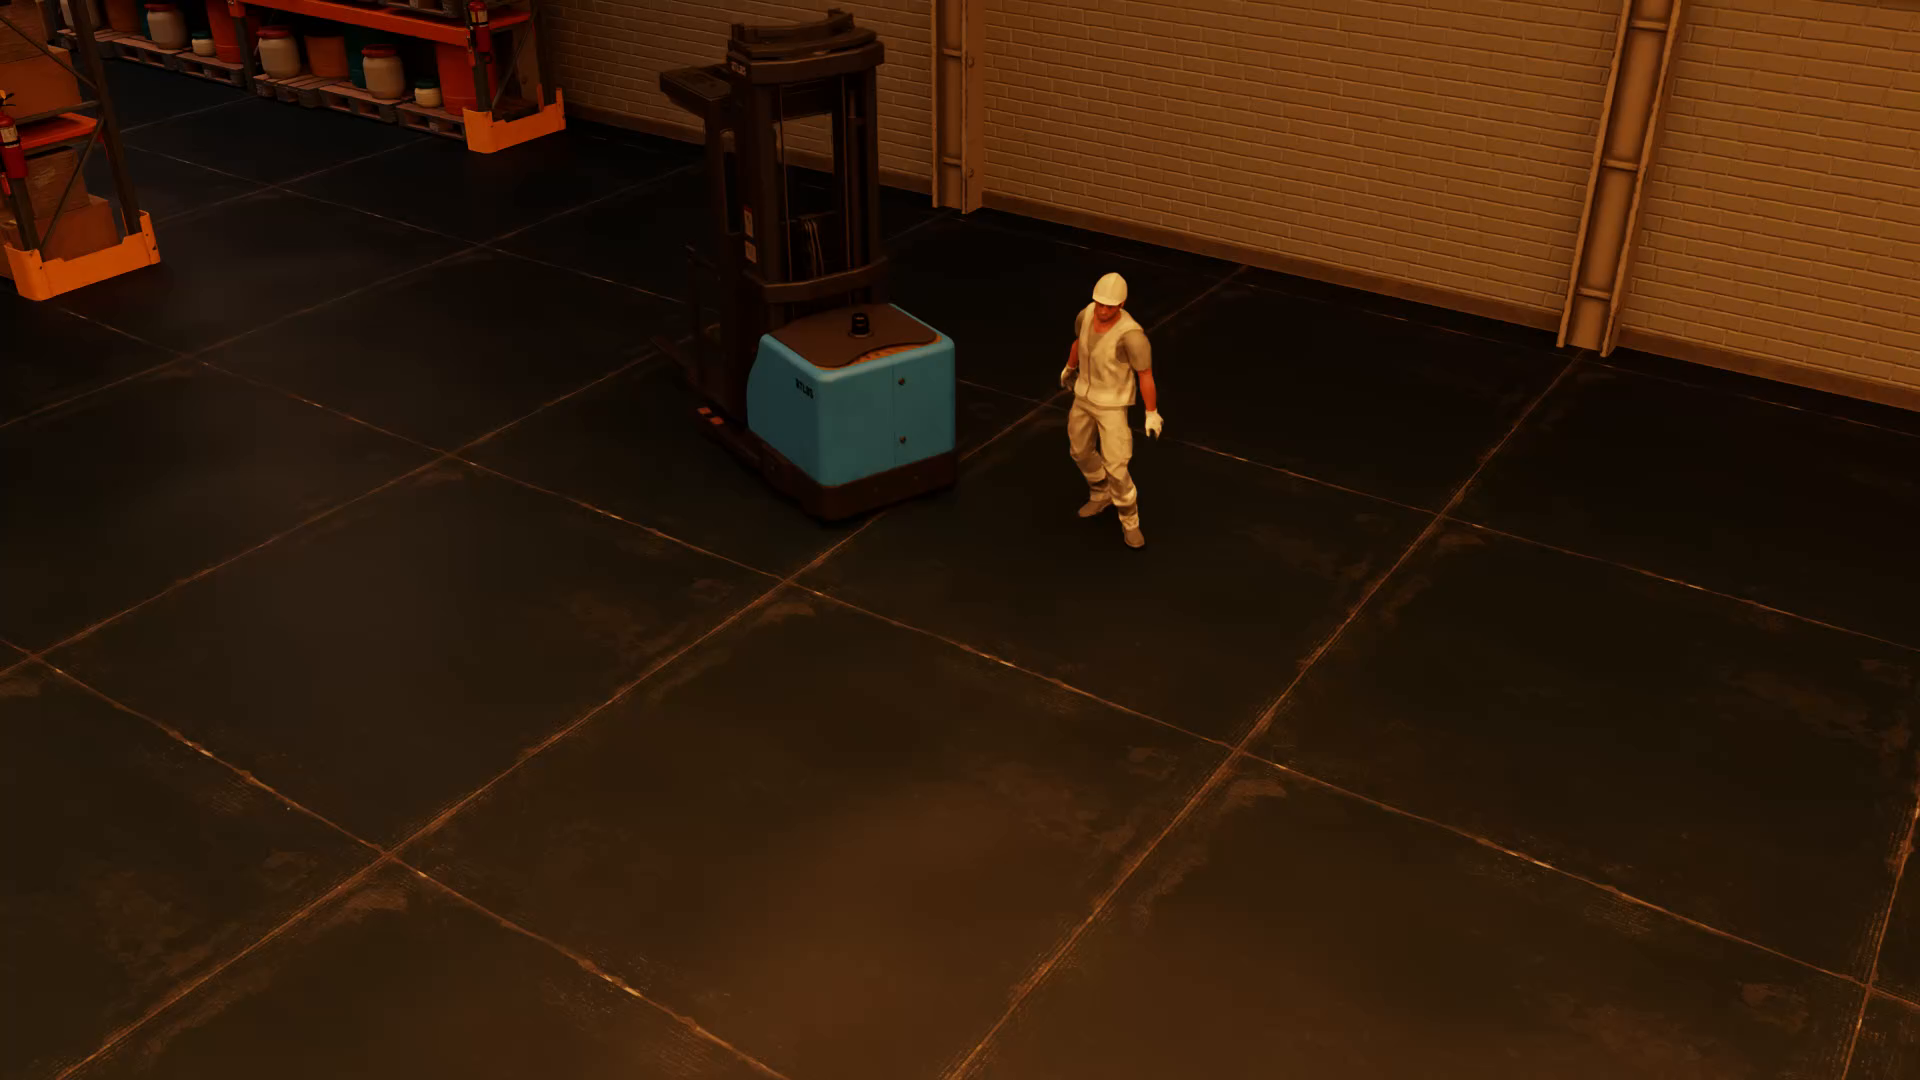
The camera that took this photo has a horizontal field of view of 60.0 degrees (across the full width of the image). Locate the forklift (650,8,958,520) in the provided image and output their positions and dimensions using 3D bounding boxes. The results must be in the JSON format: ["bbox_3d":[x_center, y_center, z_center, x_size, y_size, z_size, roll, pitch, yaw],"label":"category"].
[{"bbox_3d":[-1.254,-2.087,11.175,1.130,2.935,3.031,-19,35,-29],"label":"forklift"}]

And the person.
[{"bbox_3d":[0.897,-0.863,10.291,0.464,1.750,0.887,-22,37,-32],"label":"person"}]
